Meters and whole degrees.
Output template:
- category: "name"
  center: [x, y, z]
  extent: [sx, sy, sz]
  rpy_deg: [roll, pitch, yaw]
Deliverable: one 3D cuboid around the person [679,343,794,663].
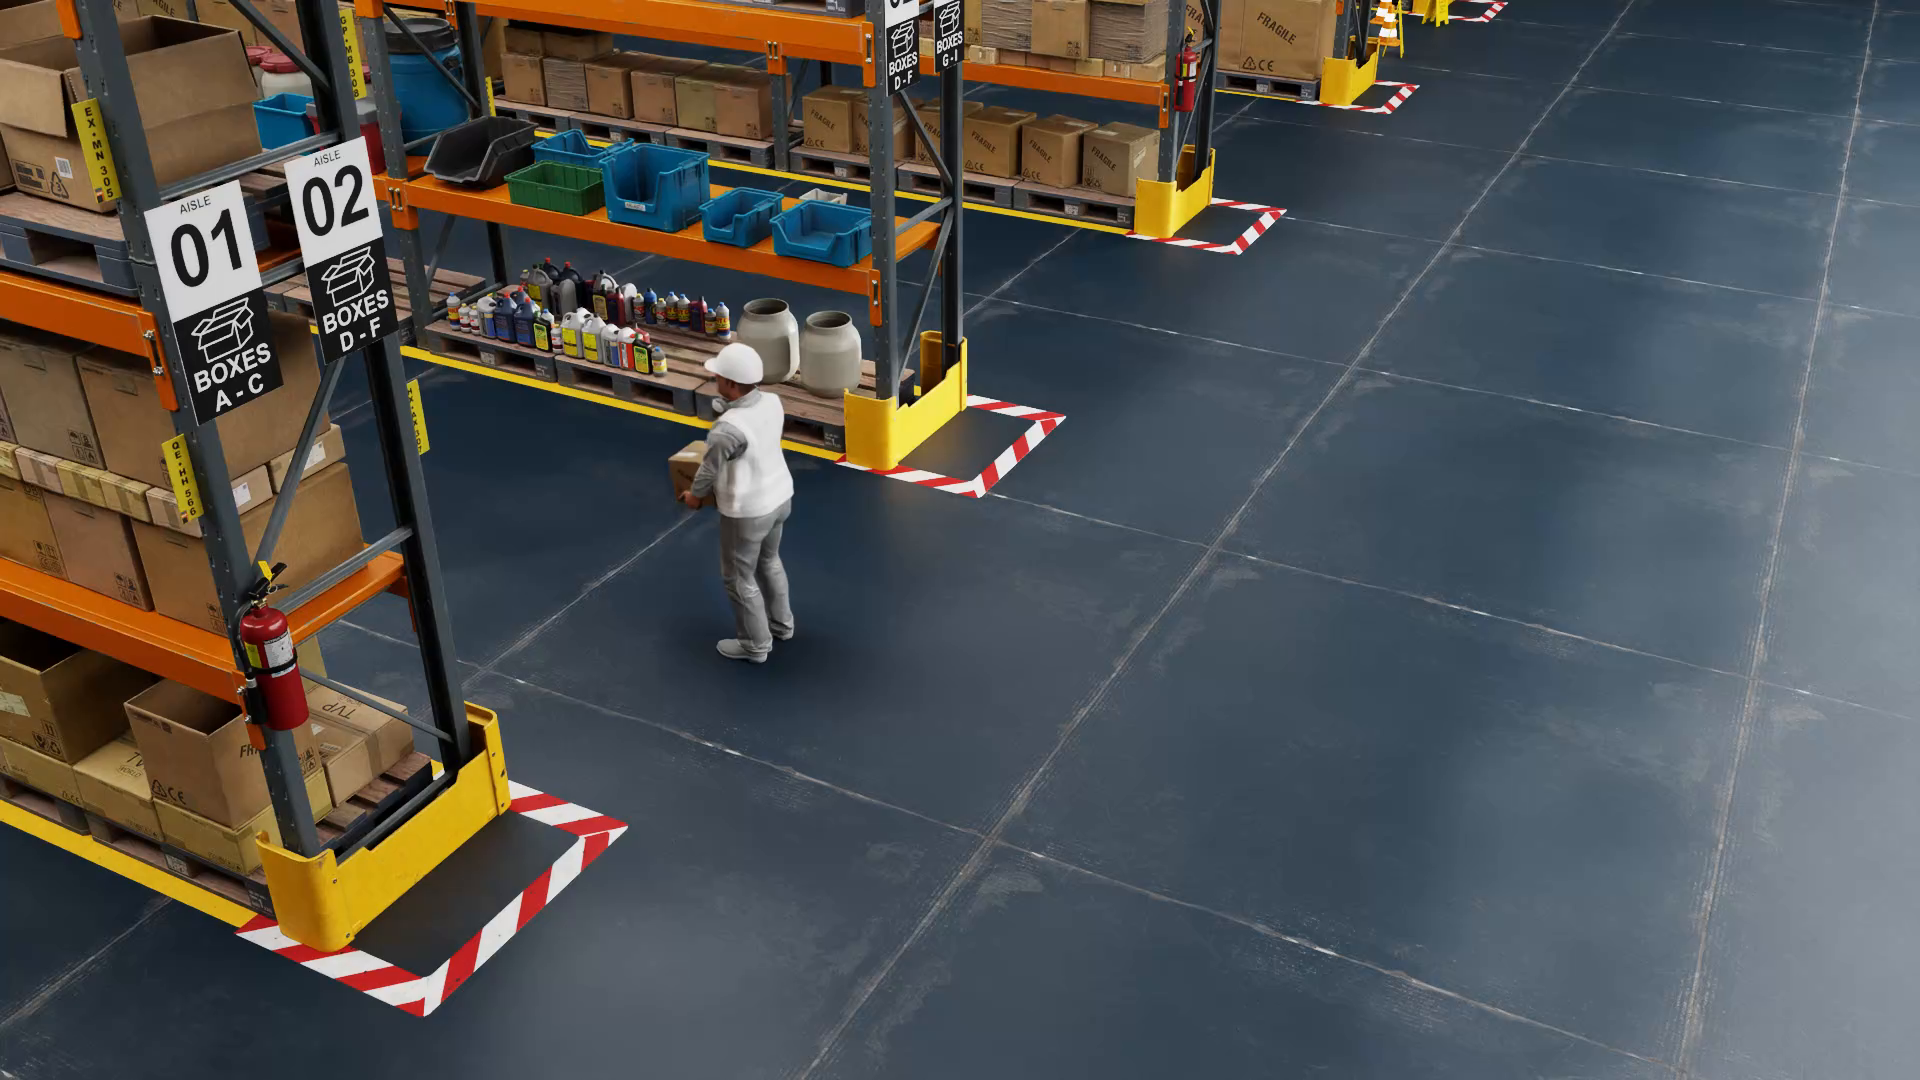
- category: "person"
  center: [-1.163, -0.207, 8.633]
  extent: [0.554, 1.772, 0.495]
  rpy_deg: [14, 33, 23]
